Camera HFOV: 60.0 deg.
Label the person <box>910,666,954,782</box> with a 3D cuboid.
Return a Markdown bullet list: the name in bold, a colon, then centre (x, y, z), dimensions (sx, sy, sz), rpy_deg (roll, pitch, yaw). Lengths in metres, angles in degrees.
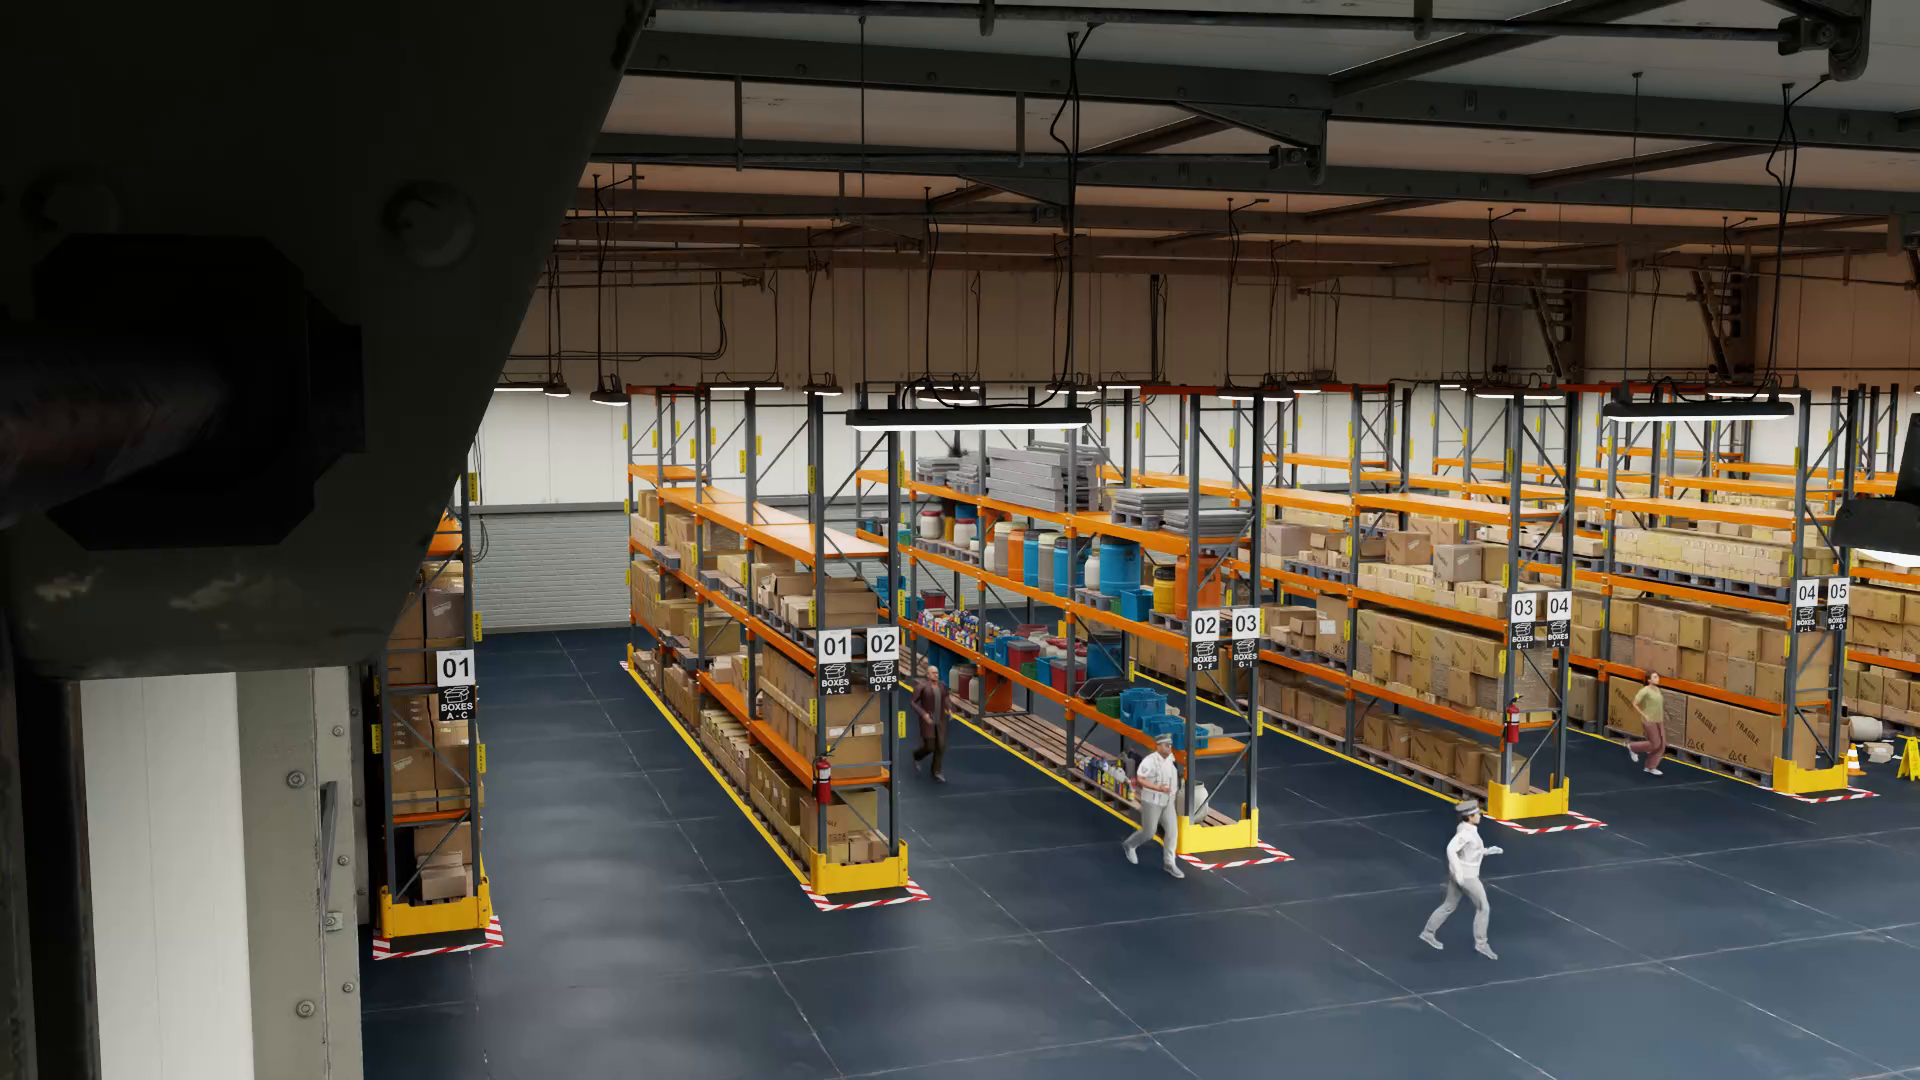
- **person**: centre (-0.443, 2.810, 25.740), dimensions (0.738, 1.765, 0.770), rpy_deg (-3, 7, -31)

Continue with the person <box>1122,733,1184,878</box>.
- **person**: centre (2.510, 3.289, 20.987), dimensions (0.704, 1.767, 0.957), rpy_deg (-4, 7, -36)

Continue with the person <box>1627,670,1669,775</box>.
- **person**: centre (10.802, 2.859, 26.077), dimensions (0.581, 1.582, 0.575), rpy_deg (-3, 7, -30)

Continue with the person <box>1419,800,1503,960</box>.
- **person**: centre (5.390, 3.640, 17.863), dimensions (0.850, 1.738, 0.580), rpy_deg (0, 6, 2)
